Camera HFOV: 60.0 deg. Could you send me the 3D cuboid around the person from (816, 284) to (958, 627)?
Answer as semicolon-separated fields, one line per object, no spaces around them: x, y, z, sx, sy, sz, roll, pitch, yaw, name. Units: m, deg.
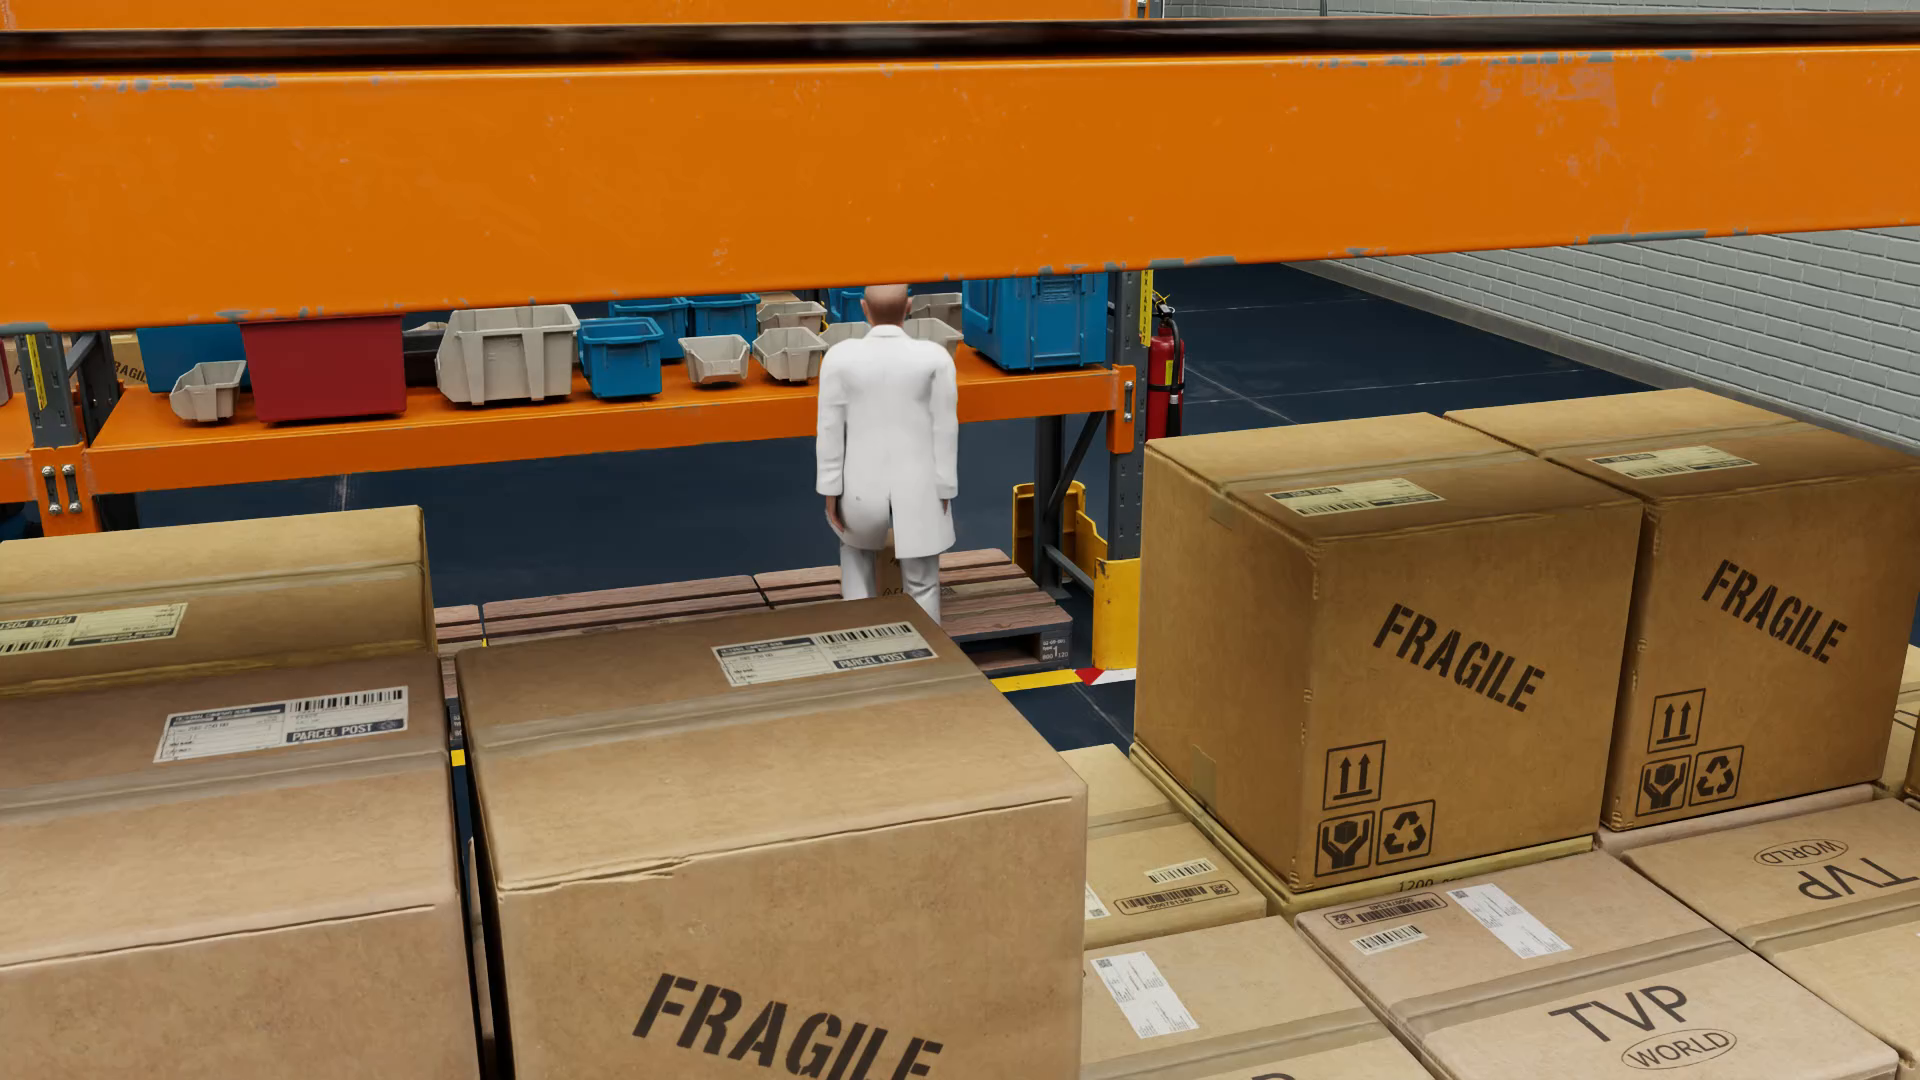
-0.286;-0.204;6.675;0.562;1.780;0.512;0;19;0;person
